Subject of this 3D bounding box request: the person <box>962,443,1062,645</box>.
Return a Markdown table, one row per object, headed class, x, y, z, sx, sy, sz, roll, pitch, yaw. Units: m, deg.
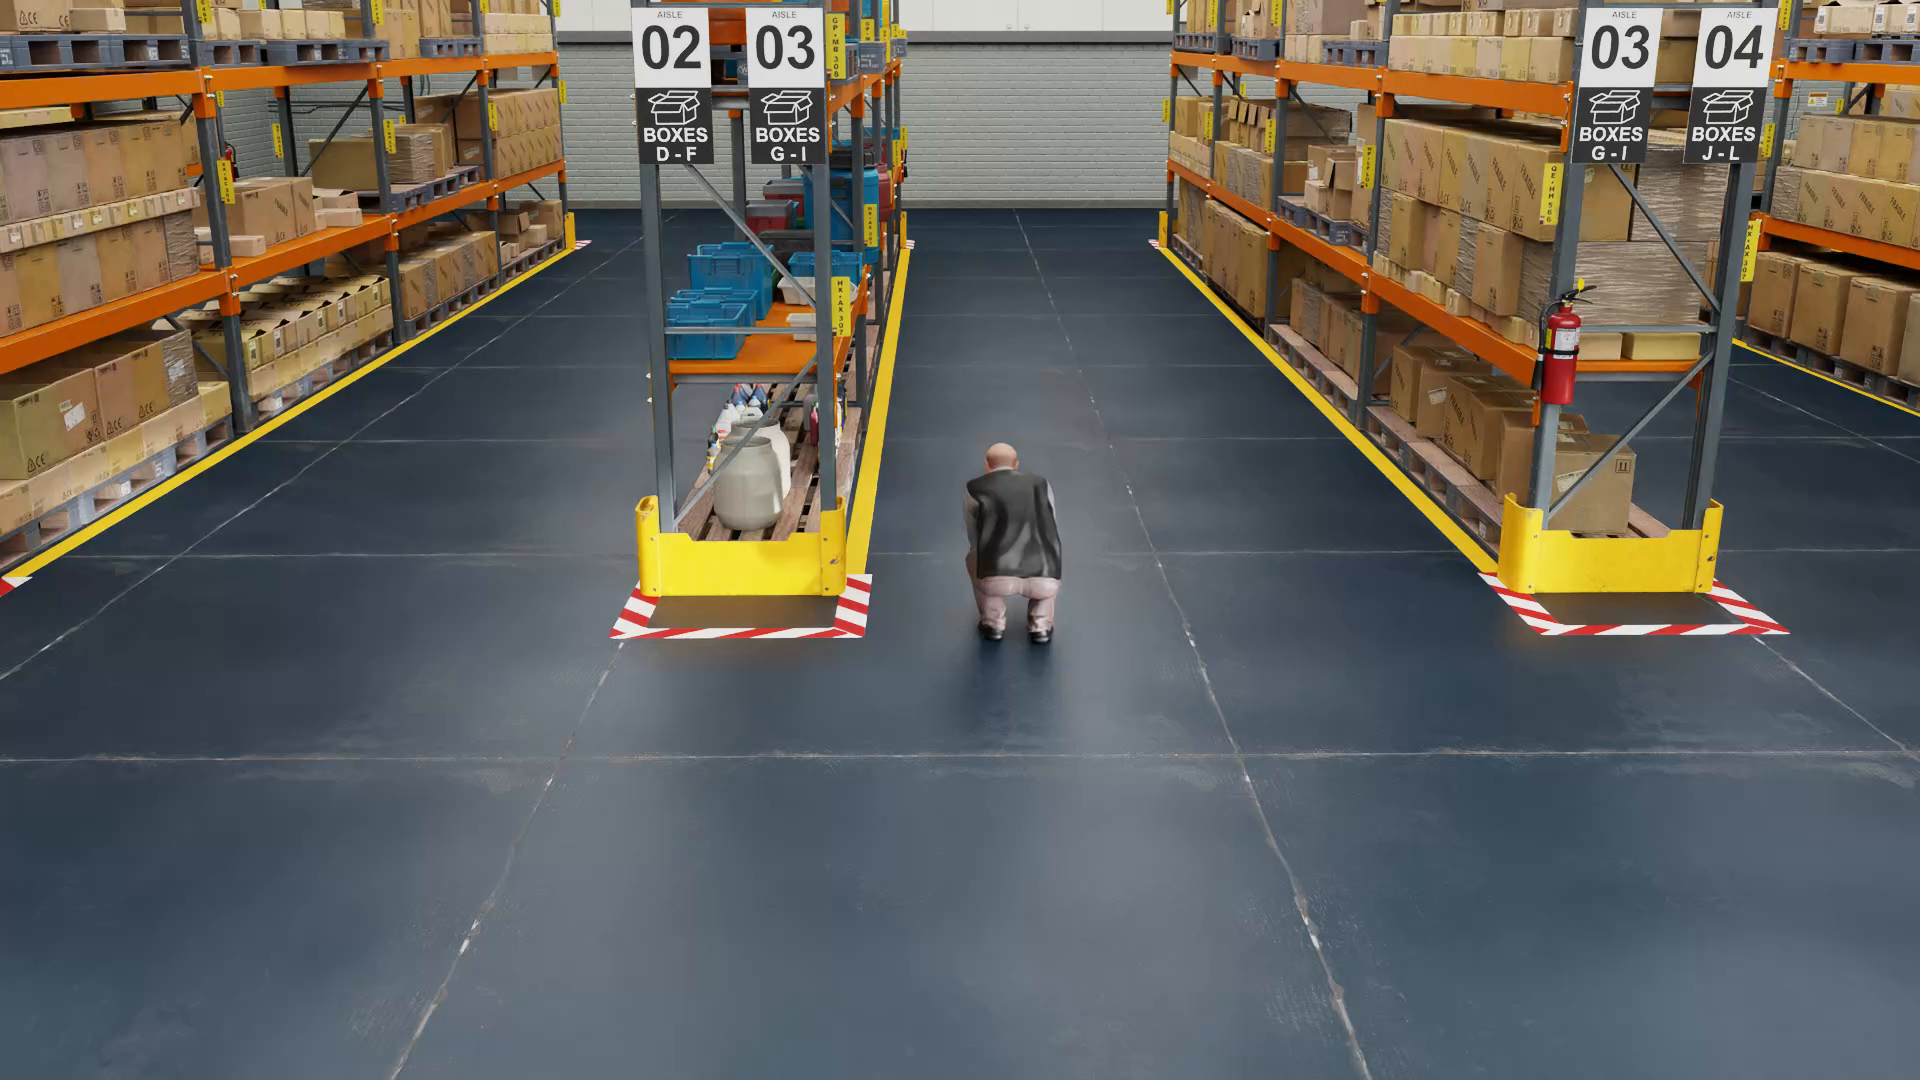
| class | x | y | z | sx | sy | sz | roll | pitch | yaw |
| --- | --- | --- | --- | --- | --- | --- | --- | --- | --- |
| person | 0.279 | 0.016 | 8.846 | 0.529 | 0.970 | 0.853 | 0 | 17 | -1 |
